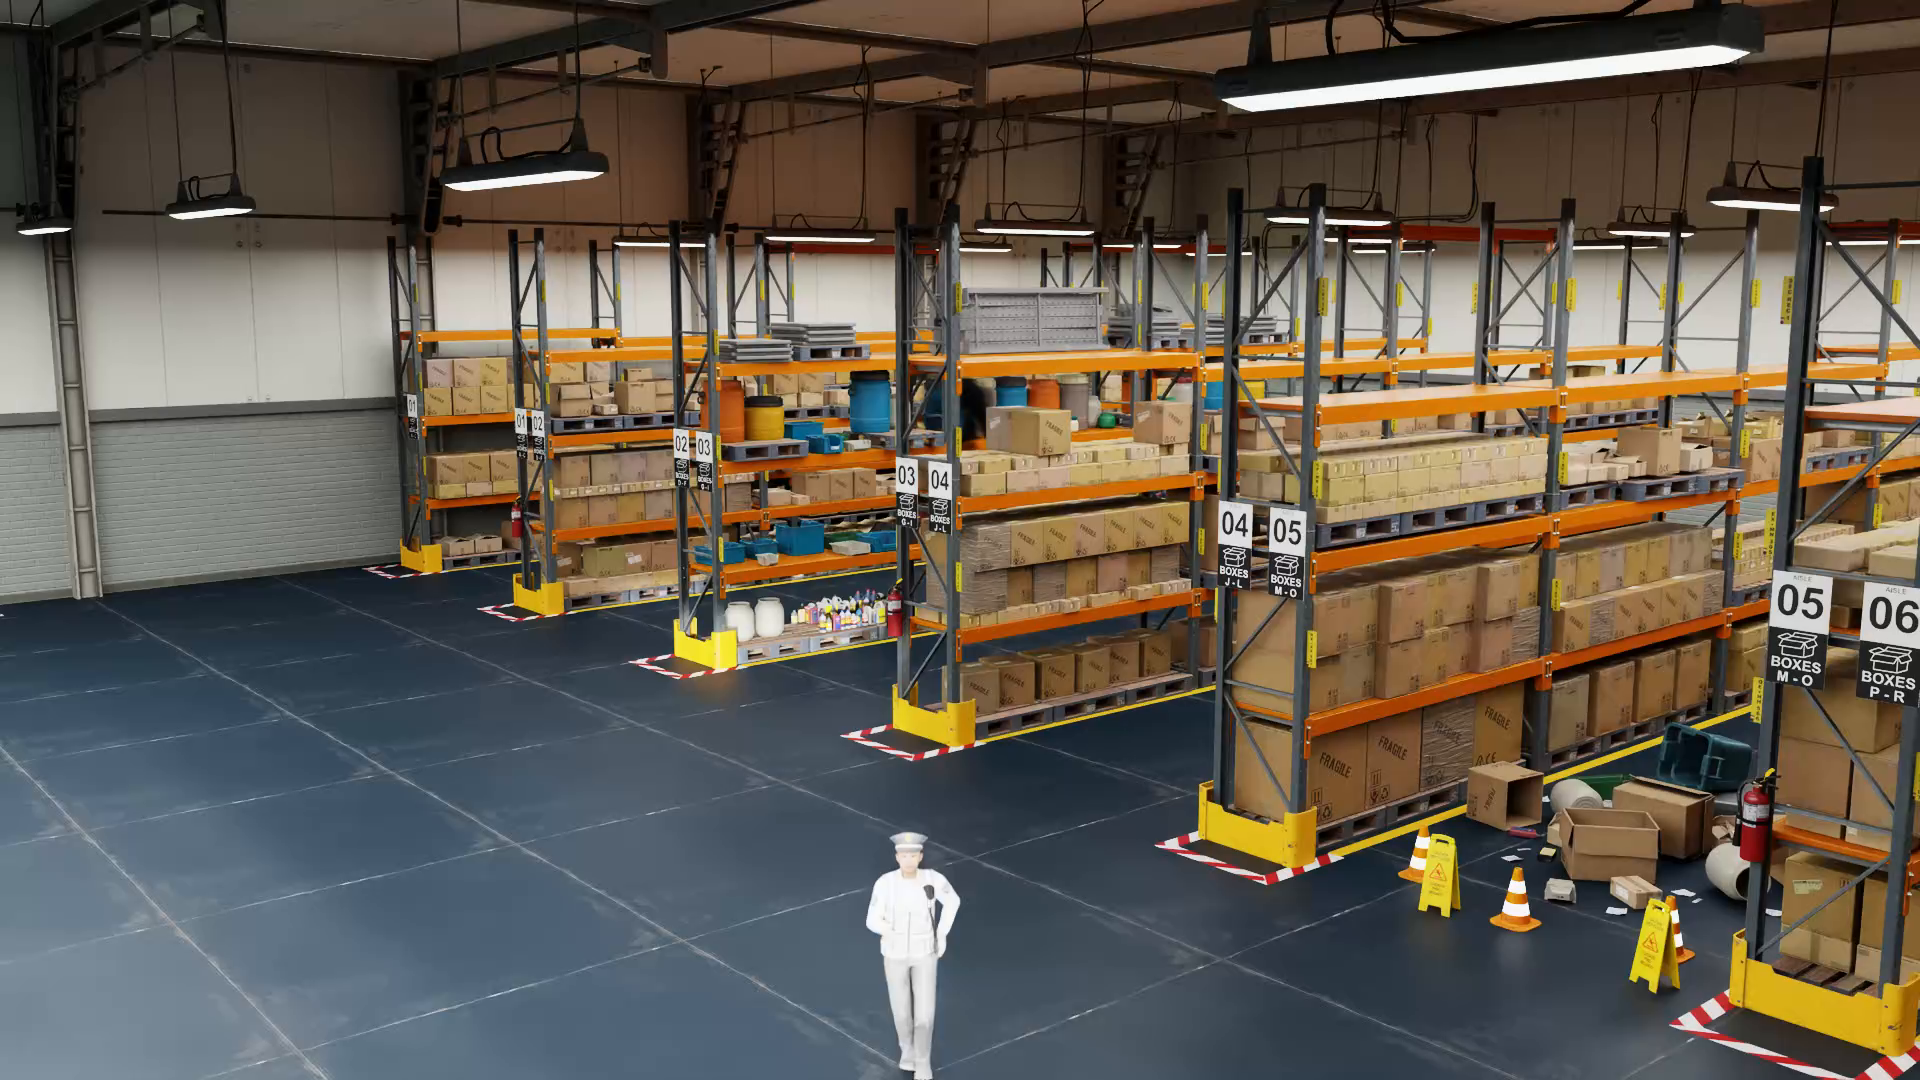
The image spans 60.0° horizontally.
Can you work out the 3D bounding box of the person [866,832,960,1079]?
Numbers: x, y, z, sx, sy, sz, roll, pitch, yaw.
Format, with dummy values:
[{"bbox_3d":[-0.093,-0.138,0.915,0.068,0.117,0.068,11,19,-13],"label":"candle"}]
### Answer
[{"bbox_3d":[-0.308,2.712,10.716,0.593,1.723,0.651,0,9,3],"label":"person"}]
